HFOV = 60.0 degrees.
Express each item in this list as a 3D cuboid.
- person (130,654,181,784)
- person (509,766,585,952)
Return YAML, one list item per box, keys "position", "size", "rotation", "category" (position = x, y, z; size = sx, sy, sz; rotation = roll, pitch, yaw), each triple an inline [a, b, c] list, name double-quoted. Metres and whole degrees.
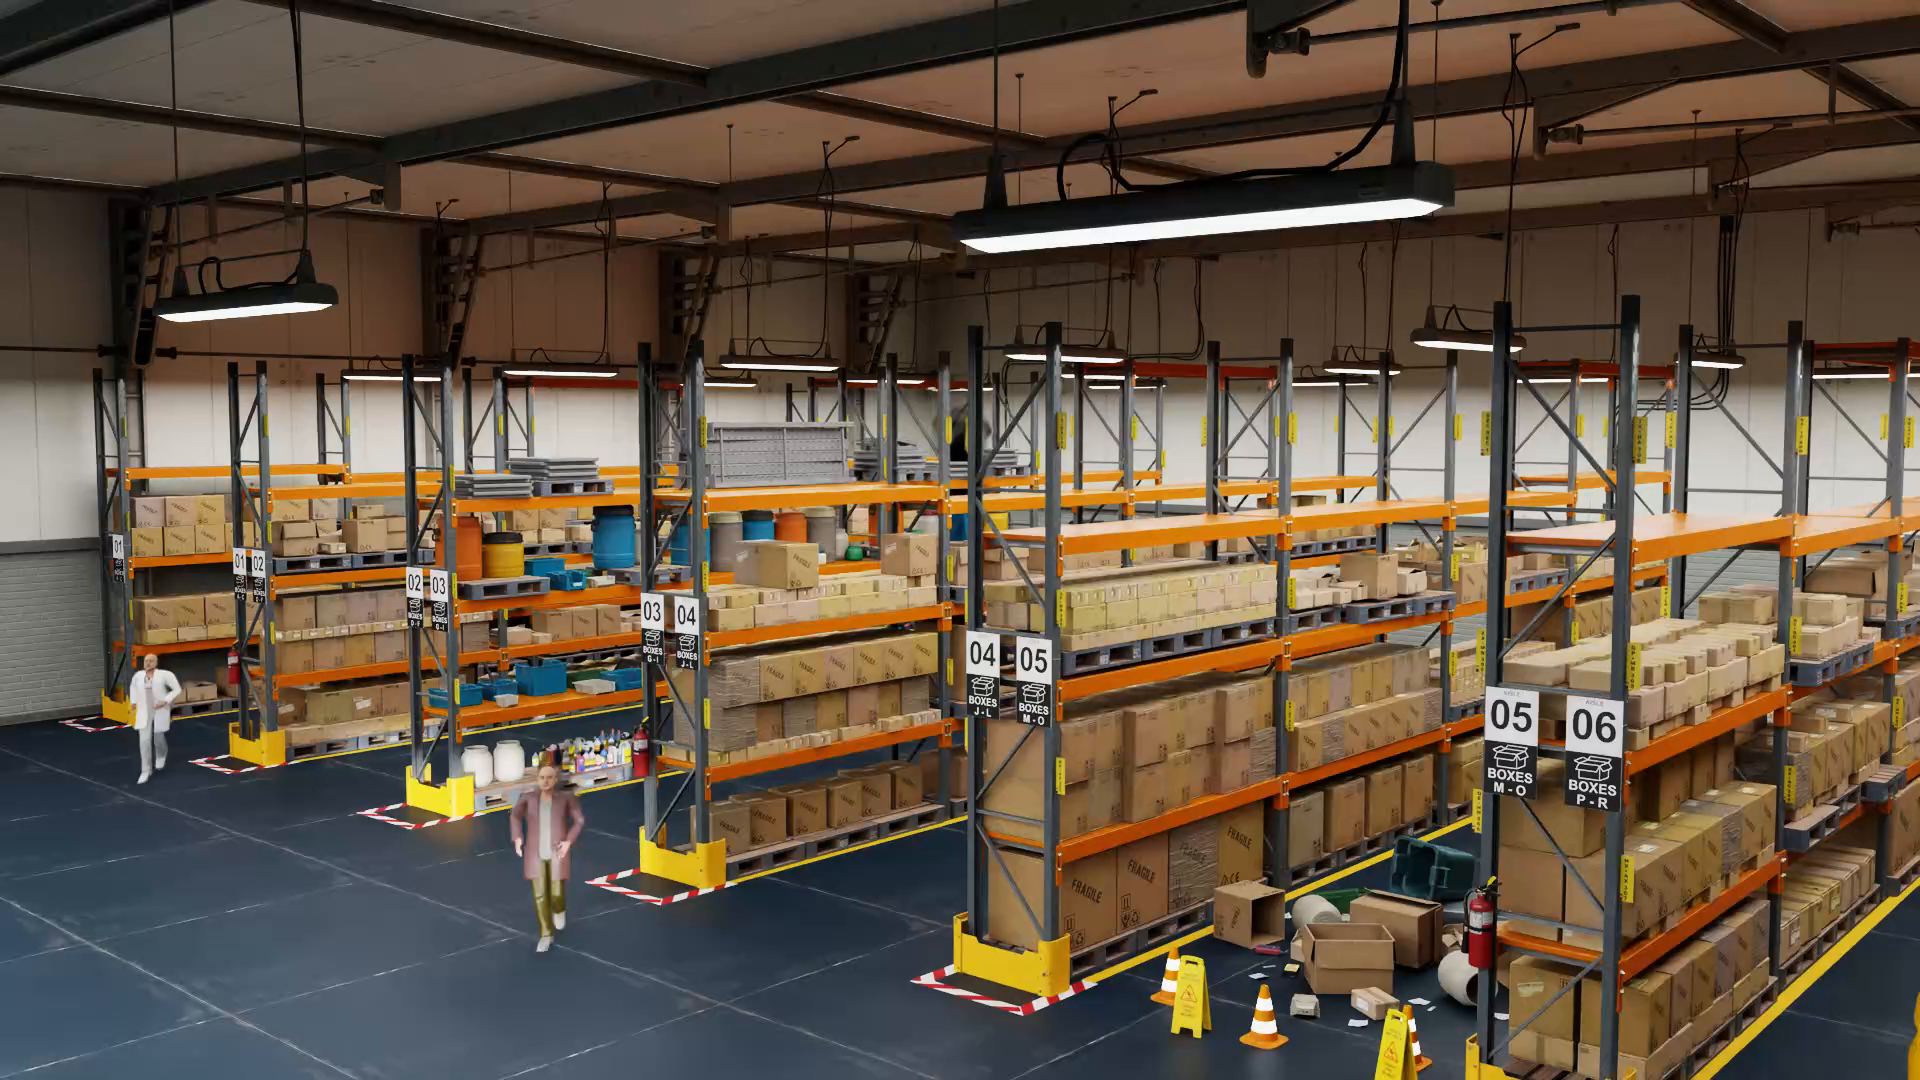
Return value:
- position: [-11.560, 2.542, 23.908]
  size: [0.723, 1.766, 0.936]
  rotation: [-1, 4, -12]
  category: "person"
- position: [-4.068, 3.094, 16.383]
  size: [0.742, 1.761, 0.757]
  rotation: [-1, 4, -8]
  category: "person"
